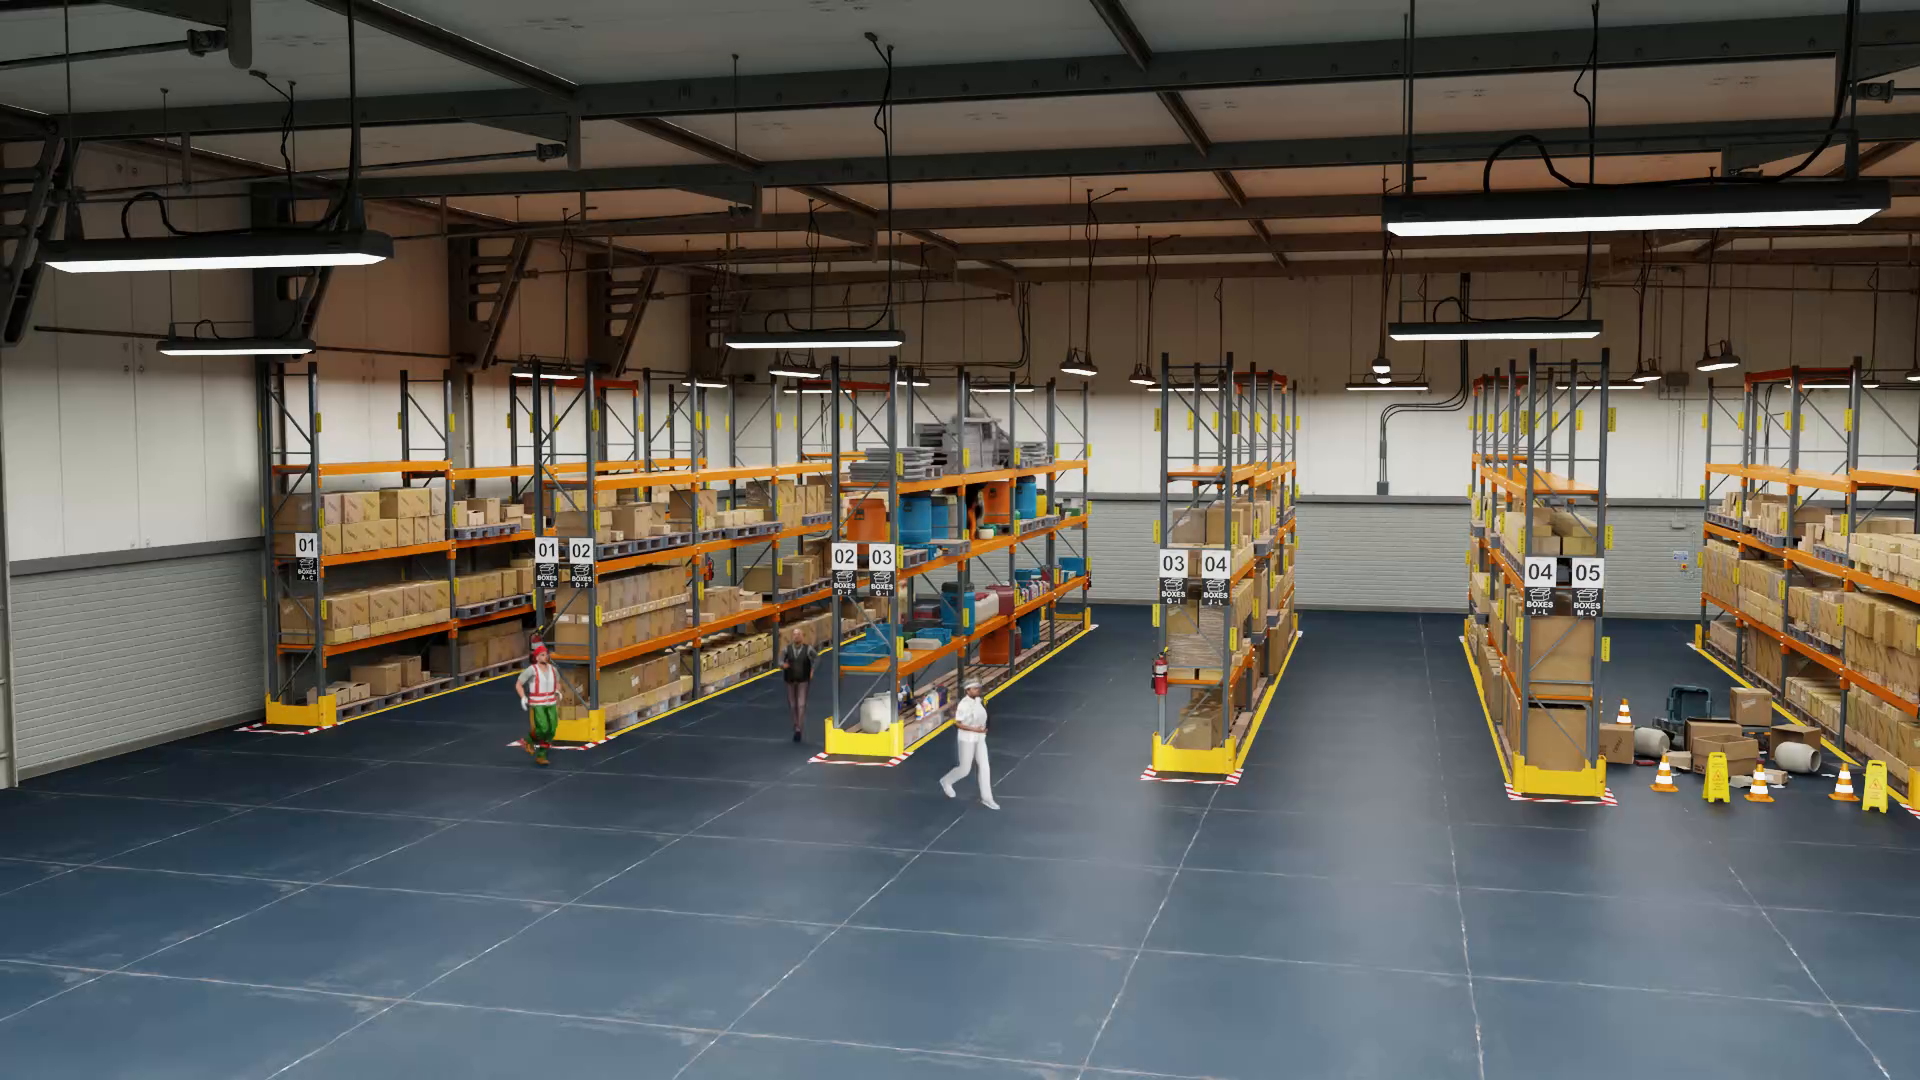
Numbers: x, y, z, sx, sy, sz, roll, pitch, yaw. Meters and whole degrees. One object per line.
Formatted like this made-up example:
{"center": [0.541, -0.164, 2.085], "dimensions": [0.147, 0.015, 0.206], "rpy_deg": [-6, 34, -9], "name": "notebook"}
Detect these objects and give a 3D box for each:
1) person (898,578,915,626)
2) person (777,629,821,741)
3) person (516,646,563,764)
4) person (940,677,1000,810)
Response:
{"center": [-1.245, 1.611, 36.166], "dimensions": [0.552, 1.715, 0.830], "rpy_deg": [0, 4, 2], "name": "person"}
{"center": [-2.570, 2.261, 26.324], "dimensions": [0.660, 1.711, 0.934], "rpy_deg": [0, 4, 5], "name": "person"}
{"center": [-6.120, 2.422, 24.411], "dimensions": [0.672, 1.740, 0.596], "rpy_deg": [-4, 6, -44], "name": "person"}
{"center": [0.133, 2.623, 21.670], "dimensions": [0.931, 1.704, 0.597], "rpy_deg": [3, 5, 41], "name": "person"}
